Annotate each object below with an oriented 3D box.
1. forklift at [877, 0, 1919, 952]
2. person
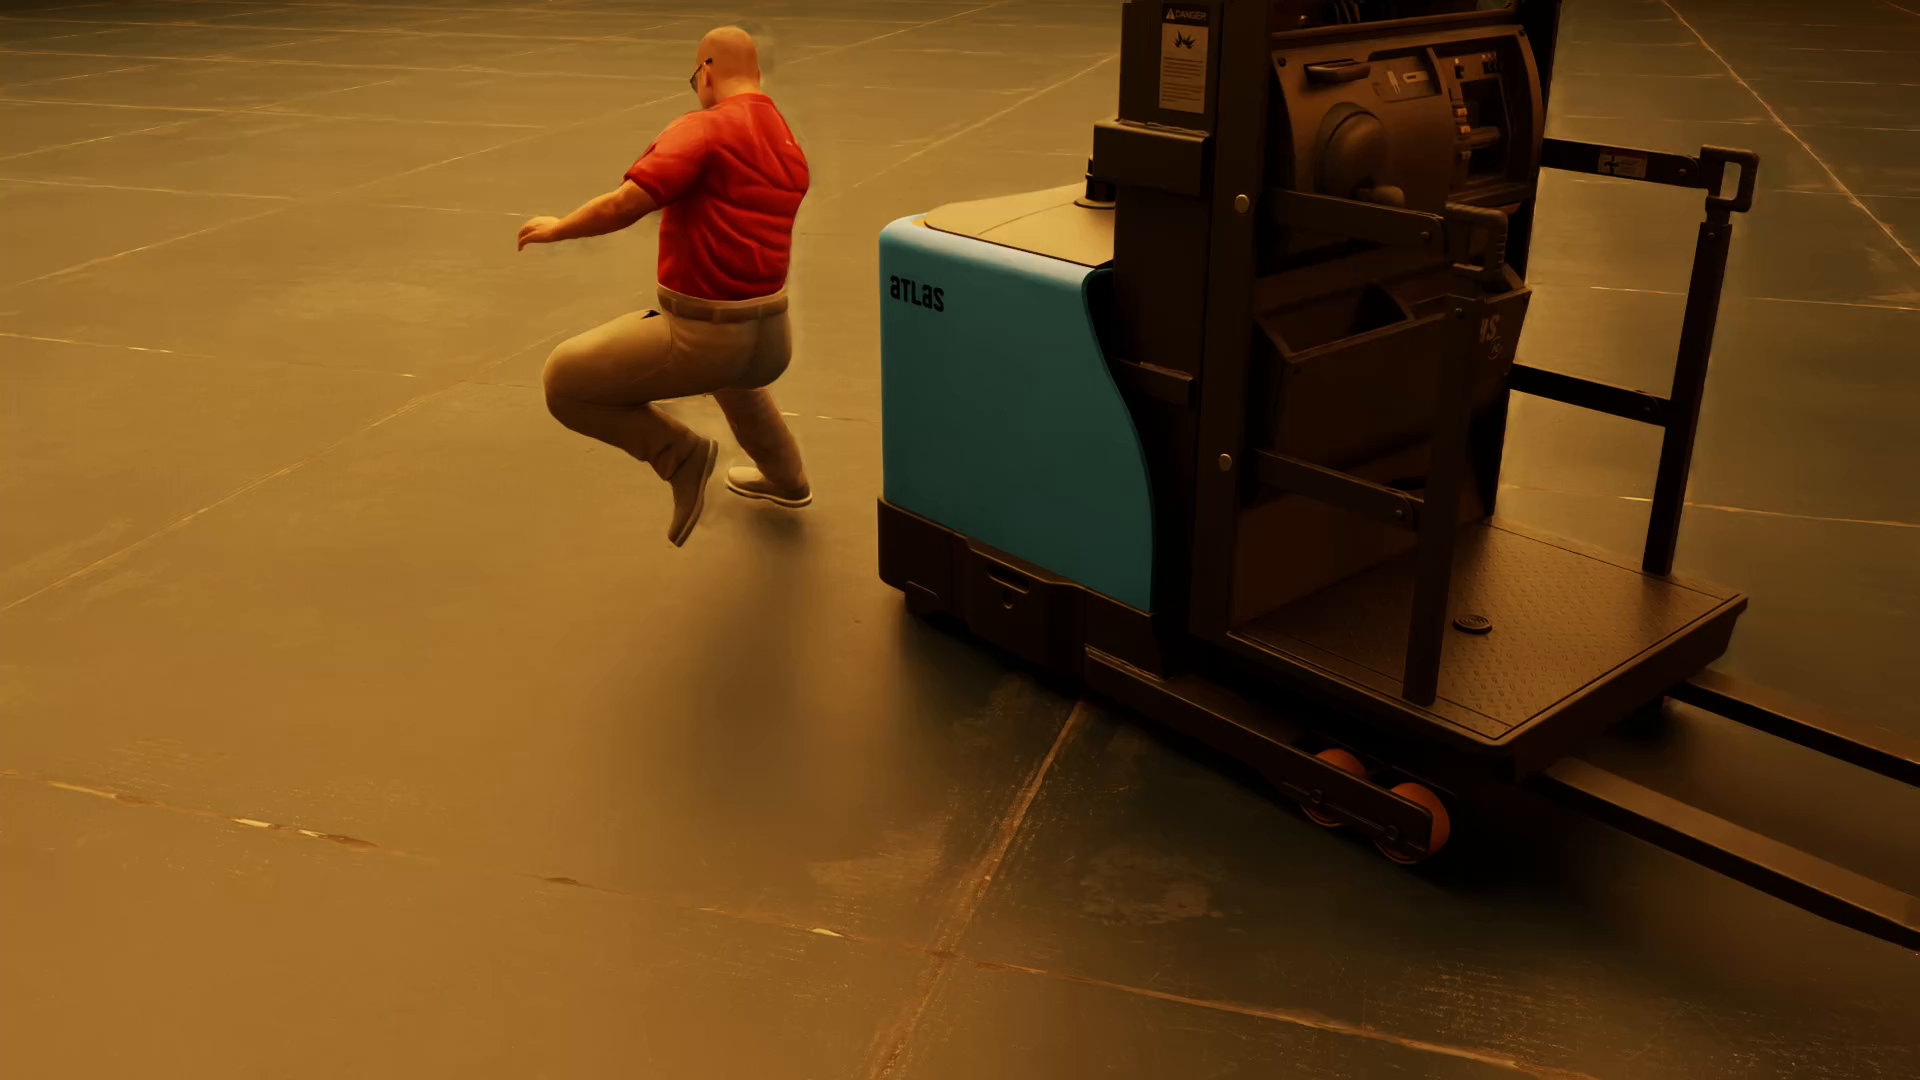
[{"bbox_3d":[1.126,-0.896,3.450,1.130,2.935,3.031,-19,29,-38],"label":"forklift"},{"bbox_3d":[-0.819,-0.705,4.770,0.798,1.477,0.883,15,27,33],"label":"person"}]
